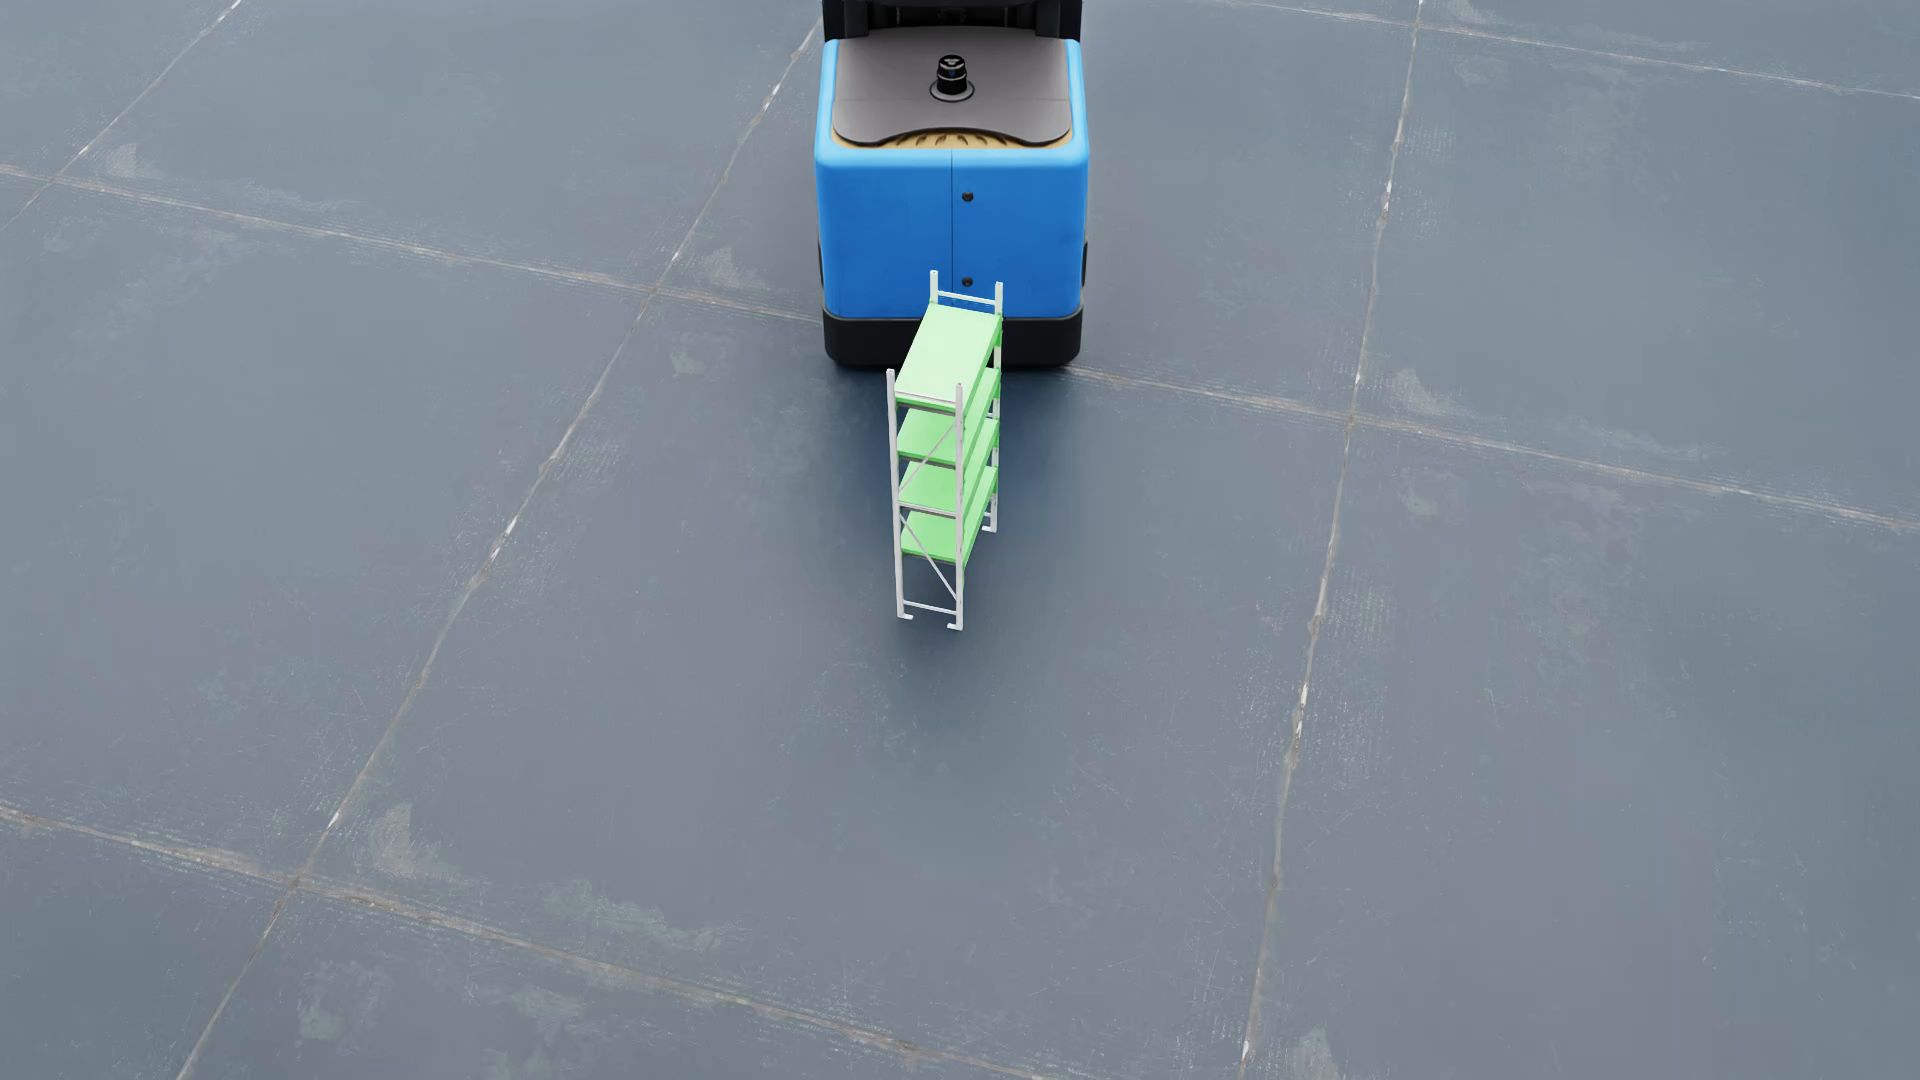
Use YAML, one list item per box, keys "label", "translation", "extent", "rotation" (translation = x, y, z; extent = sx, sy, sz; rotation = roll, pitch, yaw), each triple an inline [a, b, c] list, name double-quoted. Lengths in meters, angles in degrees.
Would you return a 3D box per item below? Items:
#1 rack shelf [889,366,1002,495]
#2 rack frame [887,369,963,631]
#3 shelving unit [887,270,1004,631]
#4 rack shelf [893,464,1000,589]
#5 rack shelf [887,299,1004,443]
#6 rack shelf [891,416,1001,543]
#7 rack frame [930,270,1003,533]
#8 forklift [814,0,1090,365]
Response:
- label: "rack shelf"
  translation: [-0.044, -0.394, 5.562]
  extent: [0.258, 0.148, 0.480]
  rotation: [12, 50, 10]
- label: "rack frame"
  translation: [-0.108, -0.101, 5.539]
  extent: [0.240, 1.200, 0.015]
  rotation: [12, 50, 10]
- label: "shelving unit"
  translation: [-0.044, -0.277, 5.694]
  extent: [0.258, 1.200, 0.503]
  rotation: [12, 50, 10]
- label: "rack shelf"
  translation: [-0.044, -0.076, 5.922]
  extent: [0.258, 0.148, 0.480]
  rotation: [12, 50, 10]
- label: "rack shelf"
  translation: [-0.044, -0.553, 5.382]
  extent: [0.258, 0.148, 0.480]
  rotation: [12, 50, 10]
- label: "rack shelf"
  translation: [-0.044, -0.235, 5.742]
  extent: [0.258, 0.148, 0.480]
  rotation: [12, 50, 10]
- label: "rack frame"
  translation: [0.021, -0.454, 5.850]
  extent: [0.240, 1.200, 0.015]
  rotation: [12, 50, 10]
- label: "forklift"
  translation: [-0.033, -2.773, 6.743]
  extent: [1.130, 2.935, 3.031]
  rotation: [0, 49, 0]
